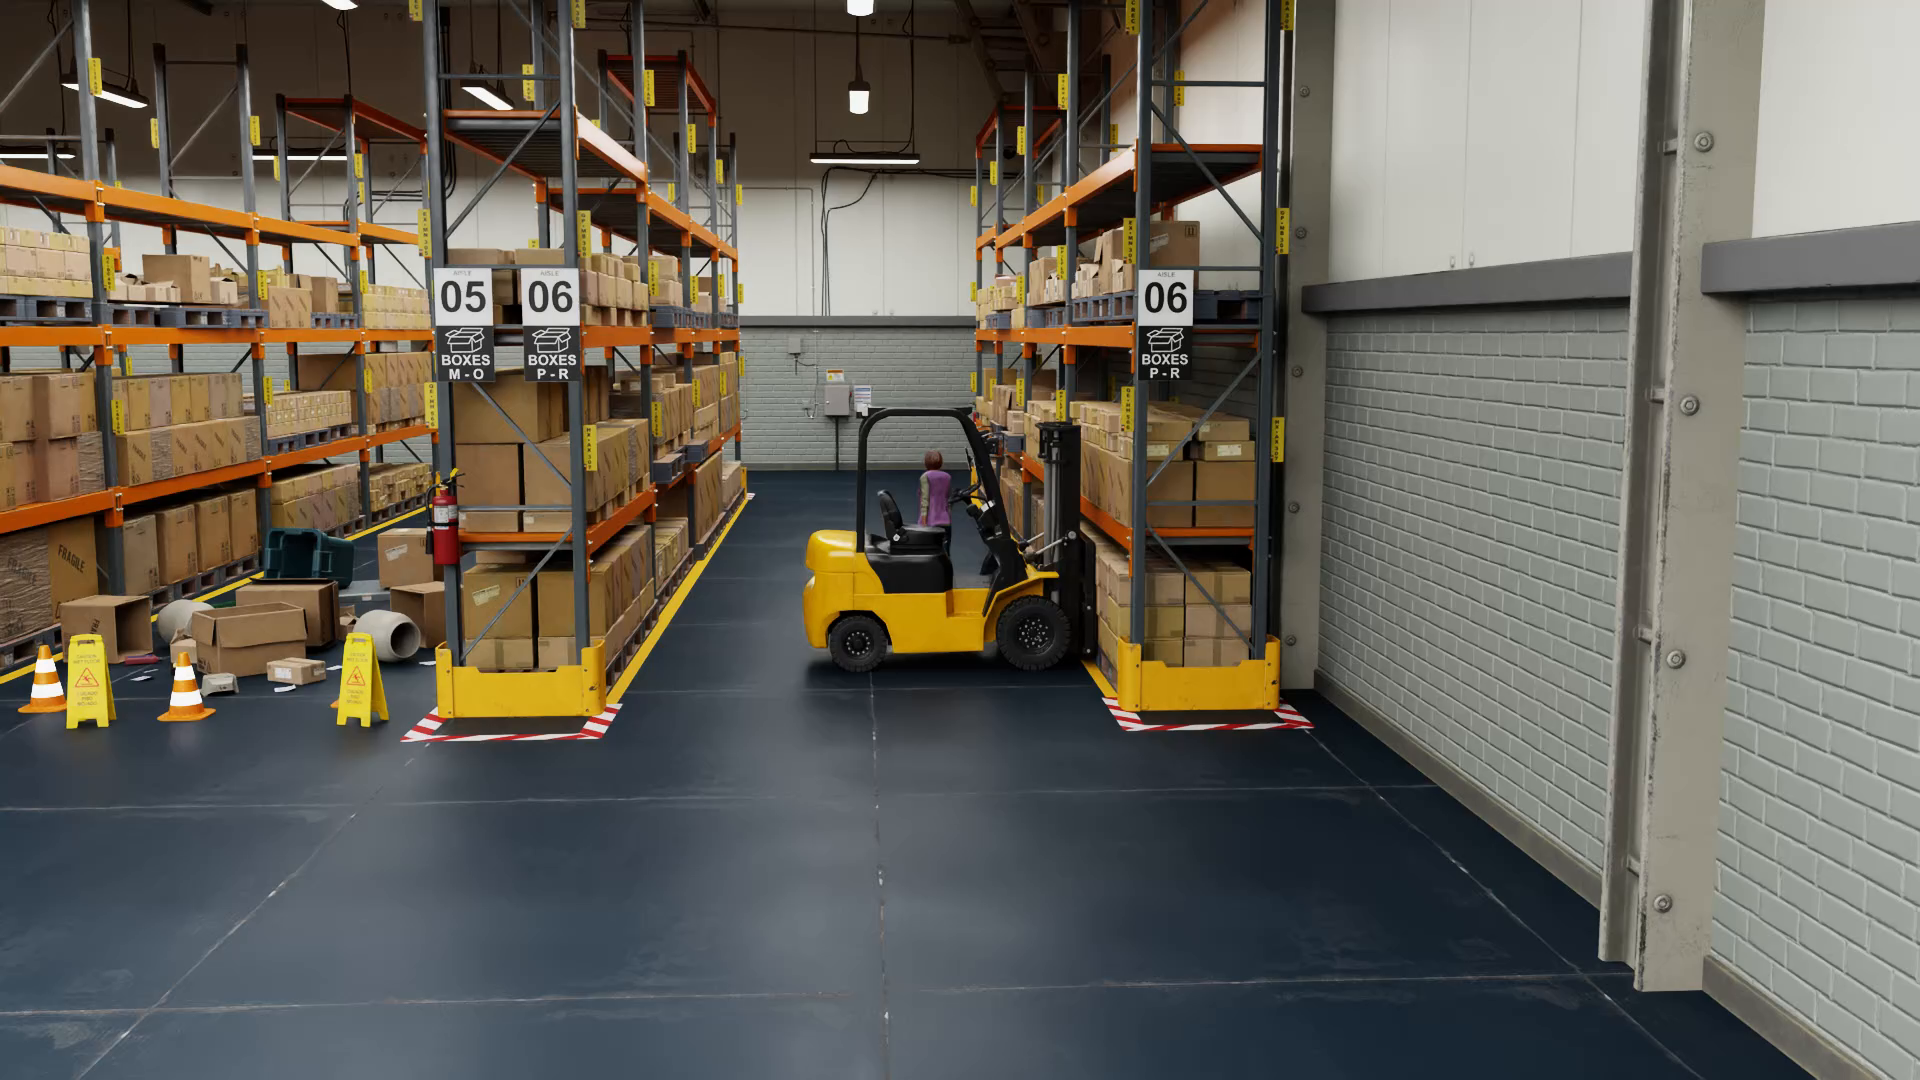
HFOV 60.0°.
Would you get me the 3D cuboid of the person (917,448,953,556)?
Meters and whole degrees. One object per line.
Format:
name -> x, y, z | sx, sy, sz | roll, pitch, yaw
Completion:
person -> -0.226, -0.099, 16.687 | 0.441, 1.625, 0.554 | -4, 8, -31
